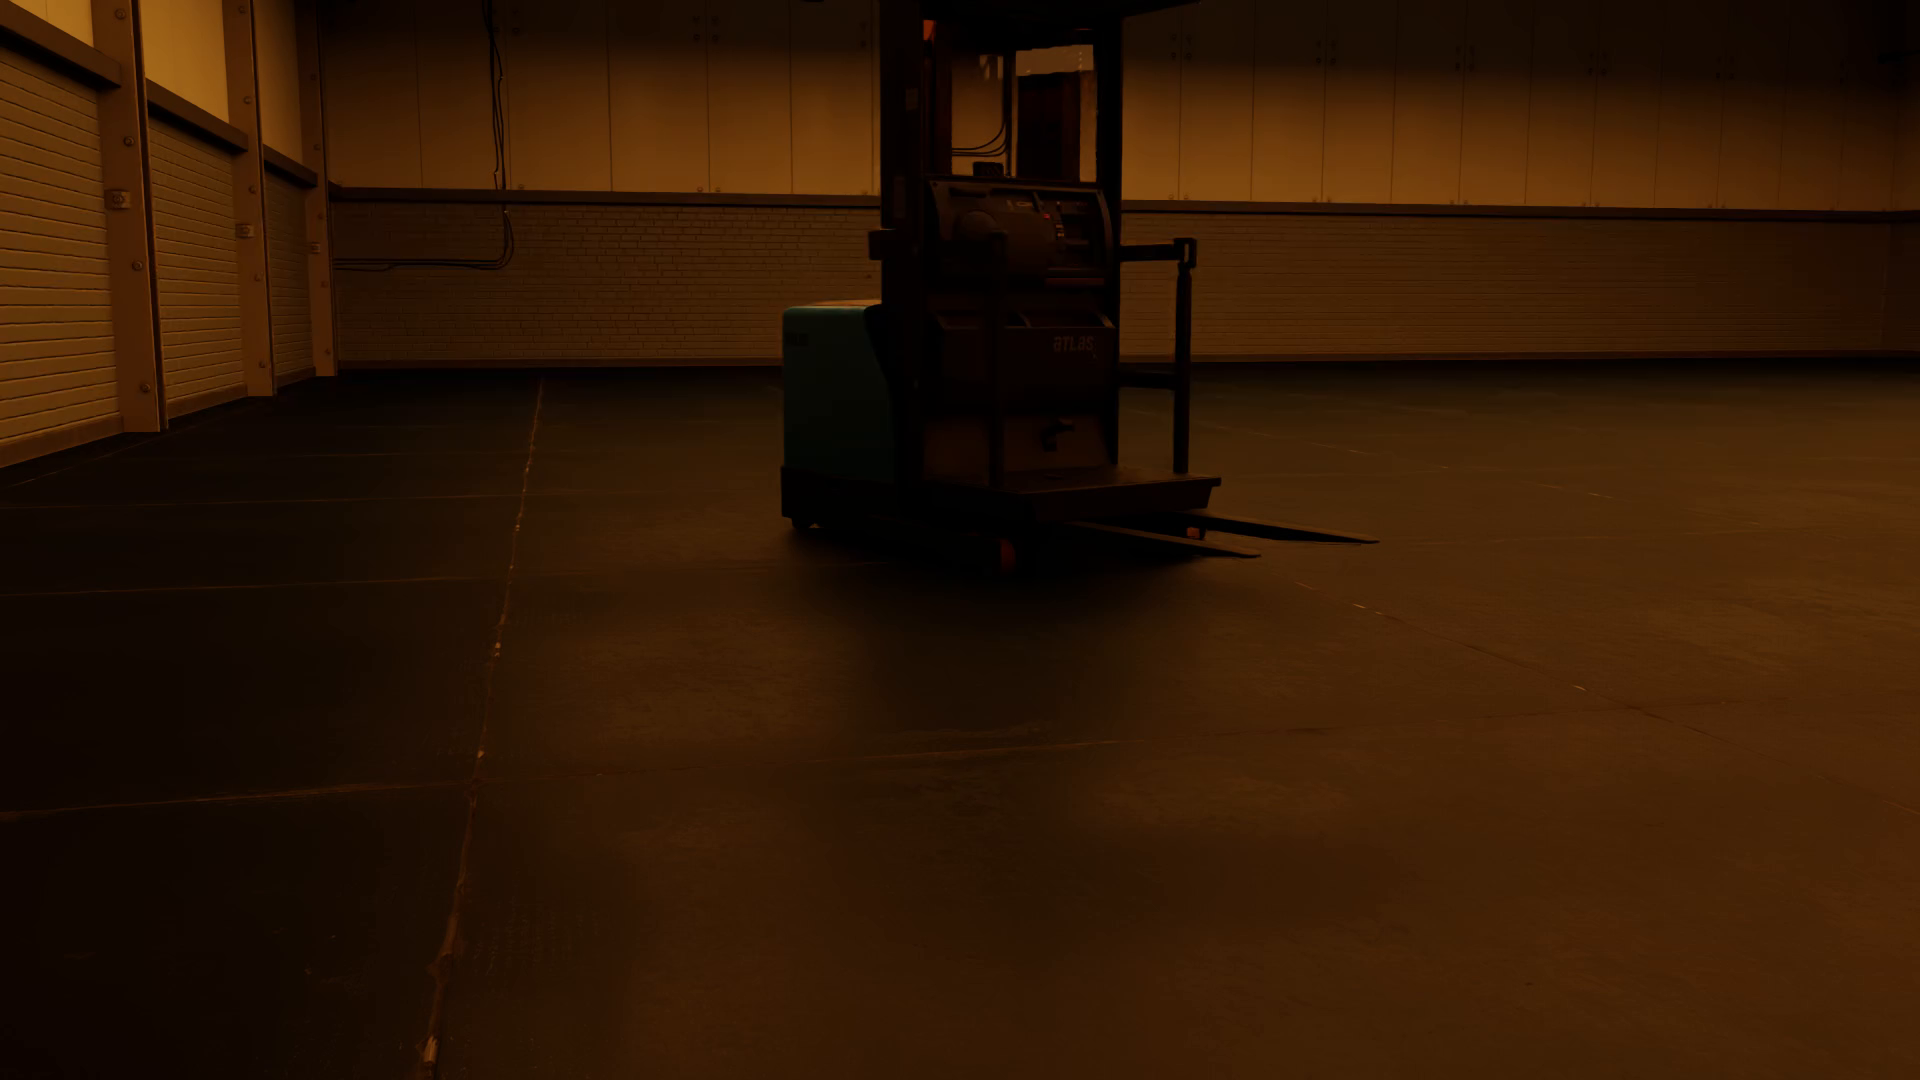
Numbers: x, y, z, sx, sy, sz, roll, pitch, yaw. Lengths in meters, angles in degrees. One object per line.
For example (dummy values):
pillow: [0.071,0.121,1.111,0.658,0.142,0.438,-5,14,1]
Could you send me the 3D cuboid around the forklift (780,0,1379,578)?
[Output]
forklift: [0.394,-1.374,6.951,1.130,2.935,3.031,-6,10,-35]
